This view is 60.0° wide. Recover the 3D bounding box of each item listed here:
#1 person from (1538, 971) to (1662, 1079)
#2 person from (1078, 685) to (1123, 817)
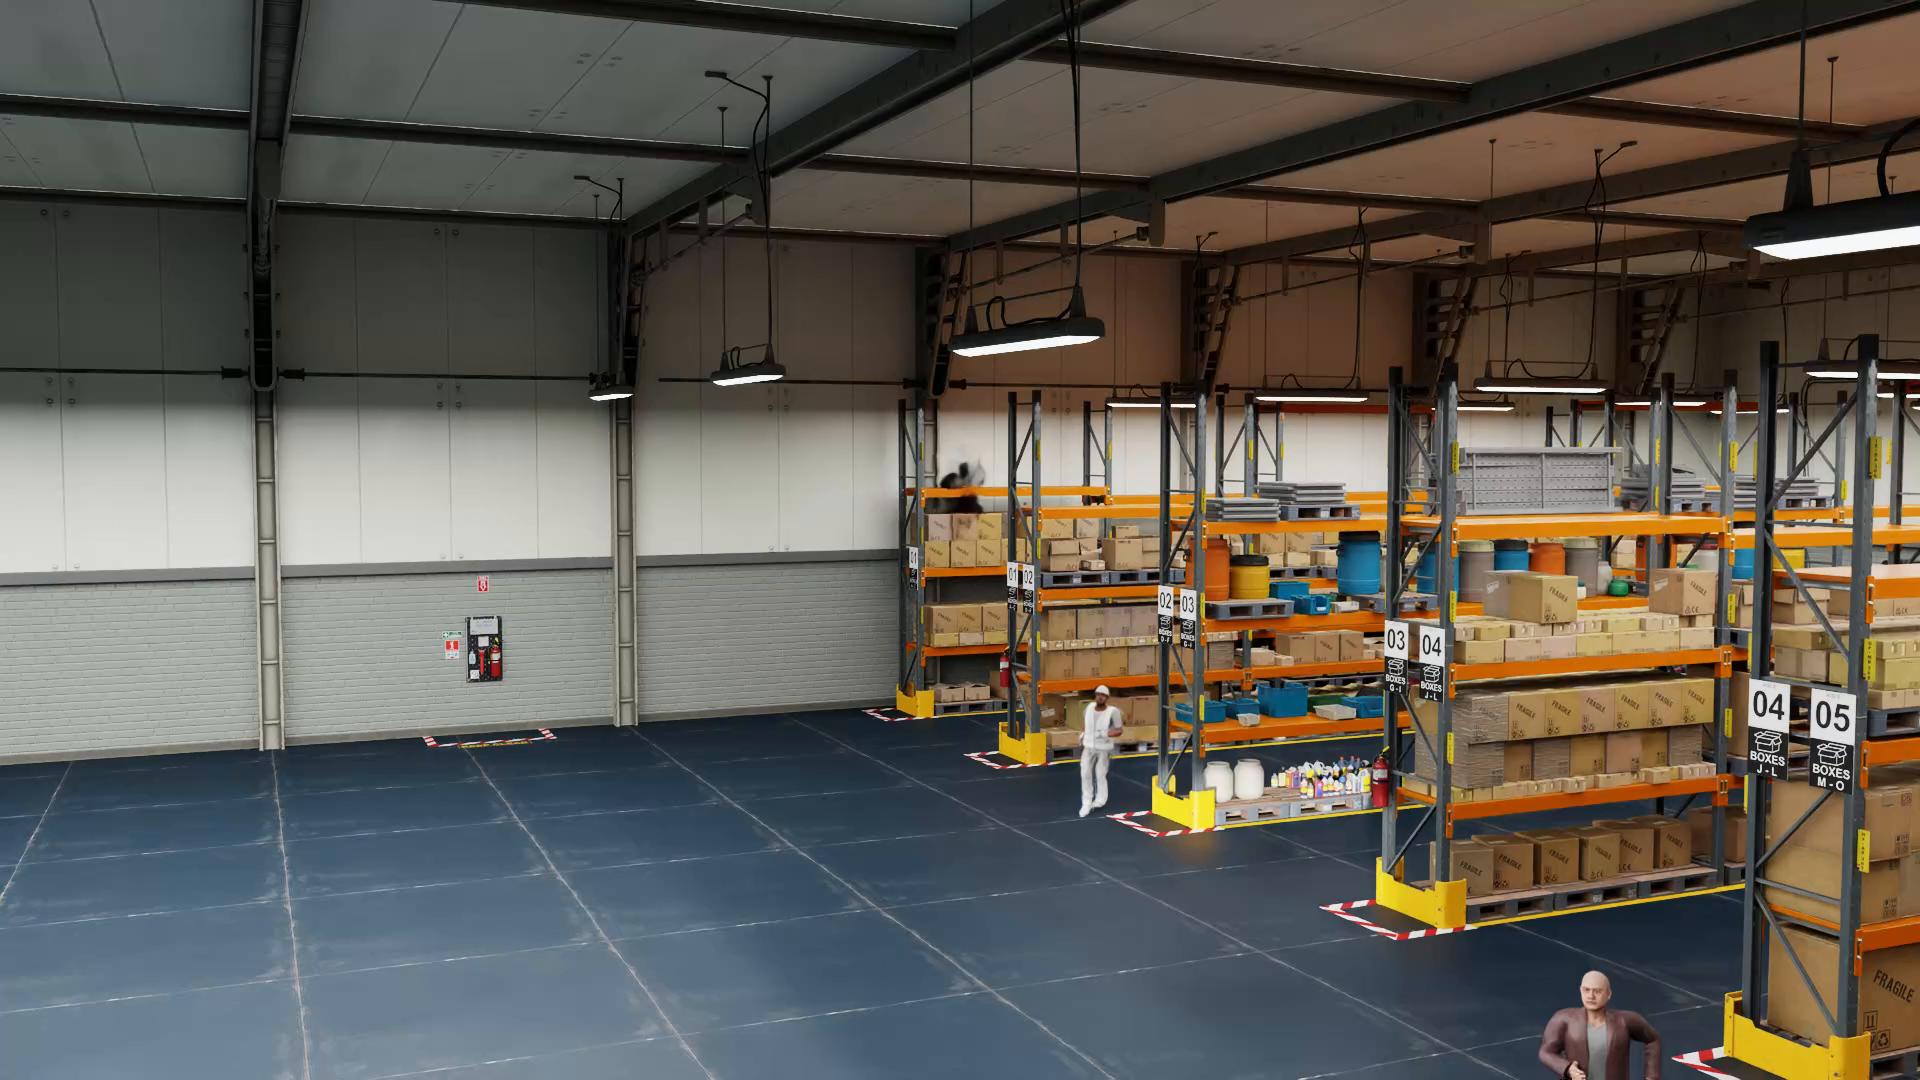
[{"bbox_3d":[4.072,3.664,10.620,0.729,1.811,0.973,2,4,28],"label":"person"},{"bbox_3d":[1.946,2.923,23.168,0.668,1.796,0.657,1,4,22],"label":"person"}]
